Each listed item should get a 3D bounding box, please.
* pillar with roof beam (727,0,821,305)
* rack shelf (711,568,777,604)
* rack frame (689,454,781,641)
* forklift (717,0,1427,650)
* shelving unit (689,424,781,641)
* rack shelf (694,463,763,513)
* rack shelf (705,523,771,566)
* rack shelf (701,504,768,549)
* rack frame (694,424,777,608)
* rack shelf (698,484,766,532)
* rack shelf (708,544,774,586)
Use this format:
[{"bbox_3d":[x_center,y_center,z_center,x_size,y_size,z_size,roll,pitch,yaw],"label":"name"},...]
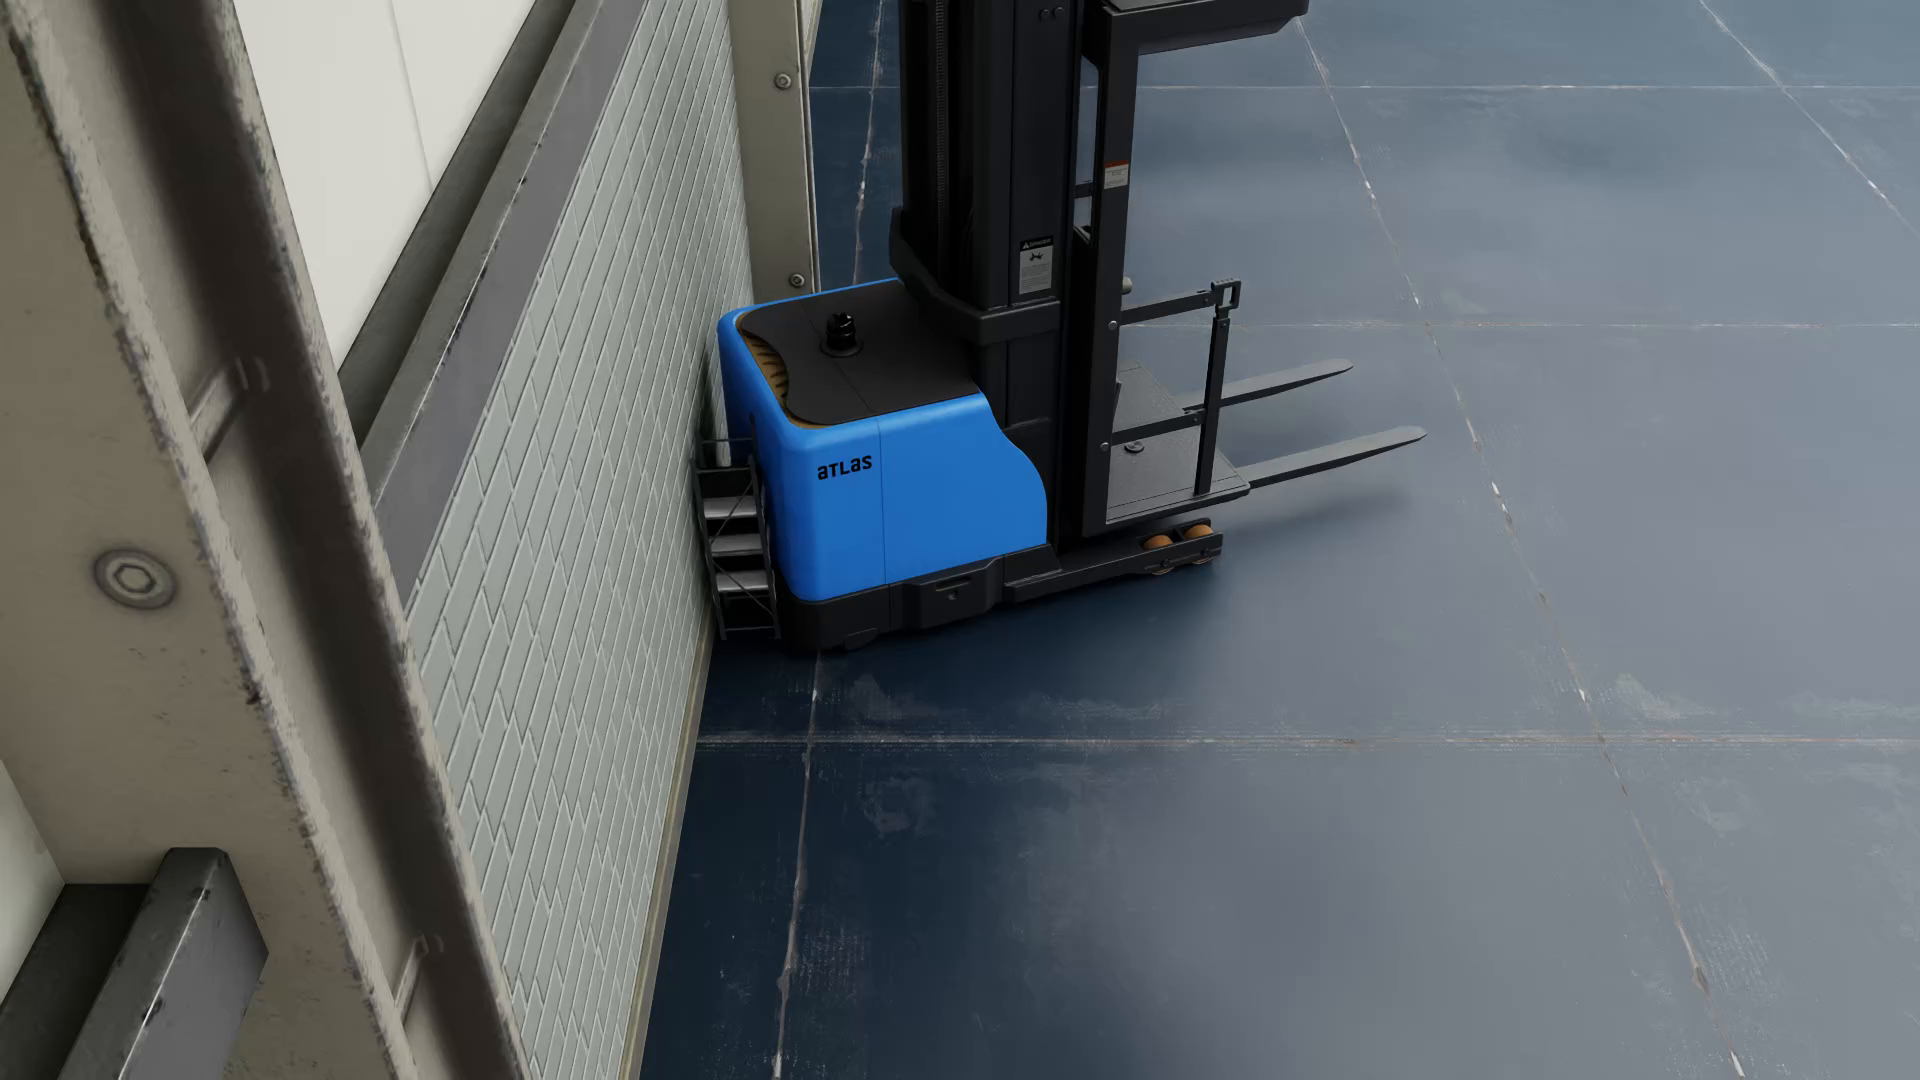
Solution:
[{"bbox_3d":[3.419,-4.628,5.830,9.100,9.000,0.400,0,39,0],"label":"pillar with roof beam"},{"bbox_3d":[-0.862,0.156,6.683,0.258,0.077,0.200,-4,37,0],"label":"rack shelf"},{"bbox_3d":[-0.868,0.047,6.474,0.240,0.900,0.006,-4,37,0],"label":"rack frame"},{"bbox_3d":[0.579,-1.289,6.515,3.031,2.935,1.130,-14,41,-17],"label":"forklift"},{"bbox_3d":[-0.873,-0.014,6.555,0.258,0.900,0.210,-4,37,0],"label":"shelving unit"},{"bbox_3d":[-0.885,-0.203,6.413,0.258,0.077,0.200,-4,37,0],"label":"rack shelf"},{"bbox_3d":[-0.871,0.012,6.575,0.258,0.077,0.200,-4,37,0],"label":"rack shelf"},{"bbox_3d":[-0.876,-0.059,6.521,0.258,0.077,0.200,-4,37,0],"label":"rack shelf"},{"bbox_3d":[-0.877,-0.075,6.636,0.240,0.900,0.006,-4,37,0],"label":"rack frame"},{"bbox_3d":[-0.880,-0.131,6.467,0.258,0.077,0.200,-4,37,0],"label":"rack shelf"},{"bbox_3d":[-0.867,0.084,6.629,0.258,0.077,0.200,-4,37,0],"label":"rack shelf"}]
